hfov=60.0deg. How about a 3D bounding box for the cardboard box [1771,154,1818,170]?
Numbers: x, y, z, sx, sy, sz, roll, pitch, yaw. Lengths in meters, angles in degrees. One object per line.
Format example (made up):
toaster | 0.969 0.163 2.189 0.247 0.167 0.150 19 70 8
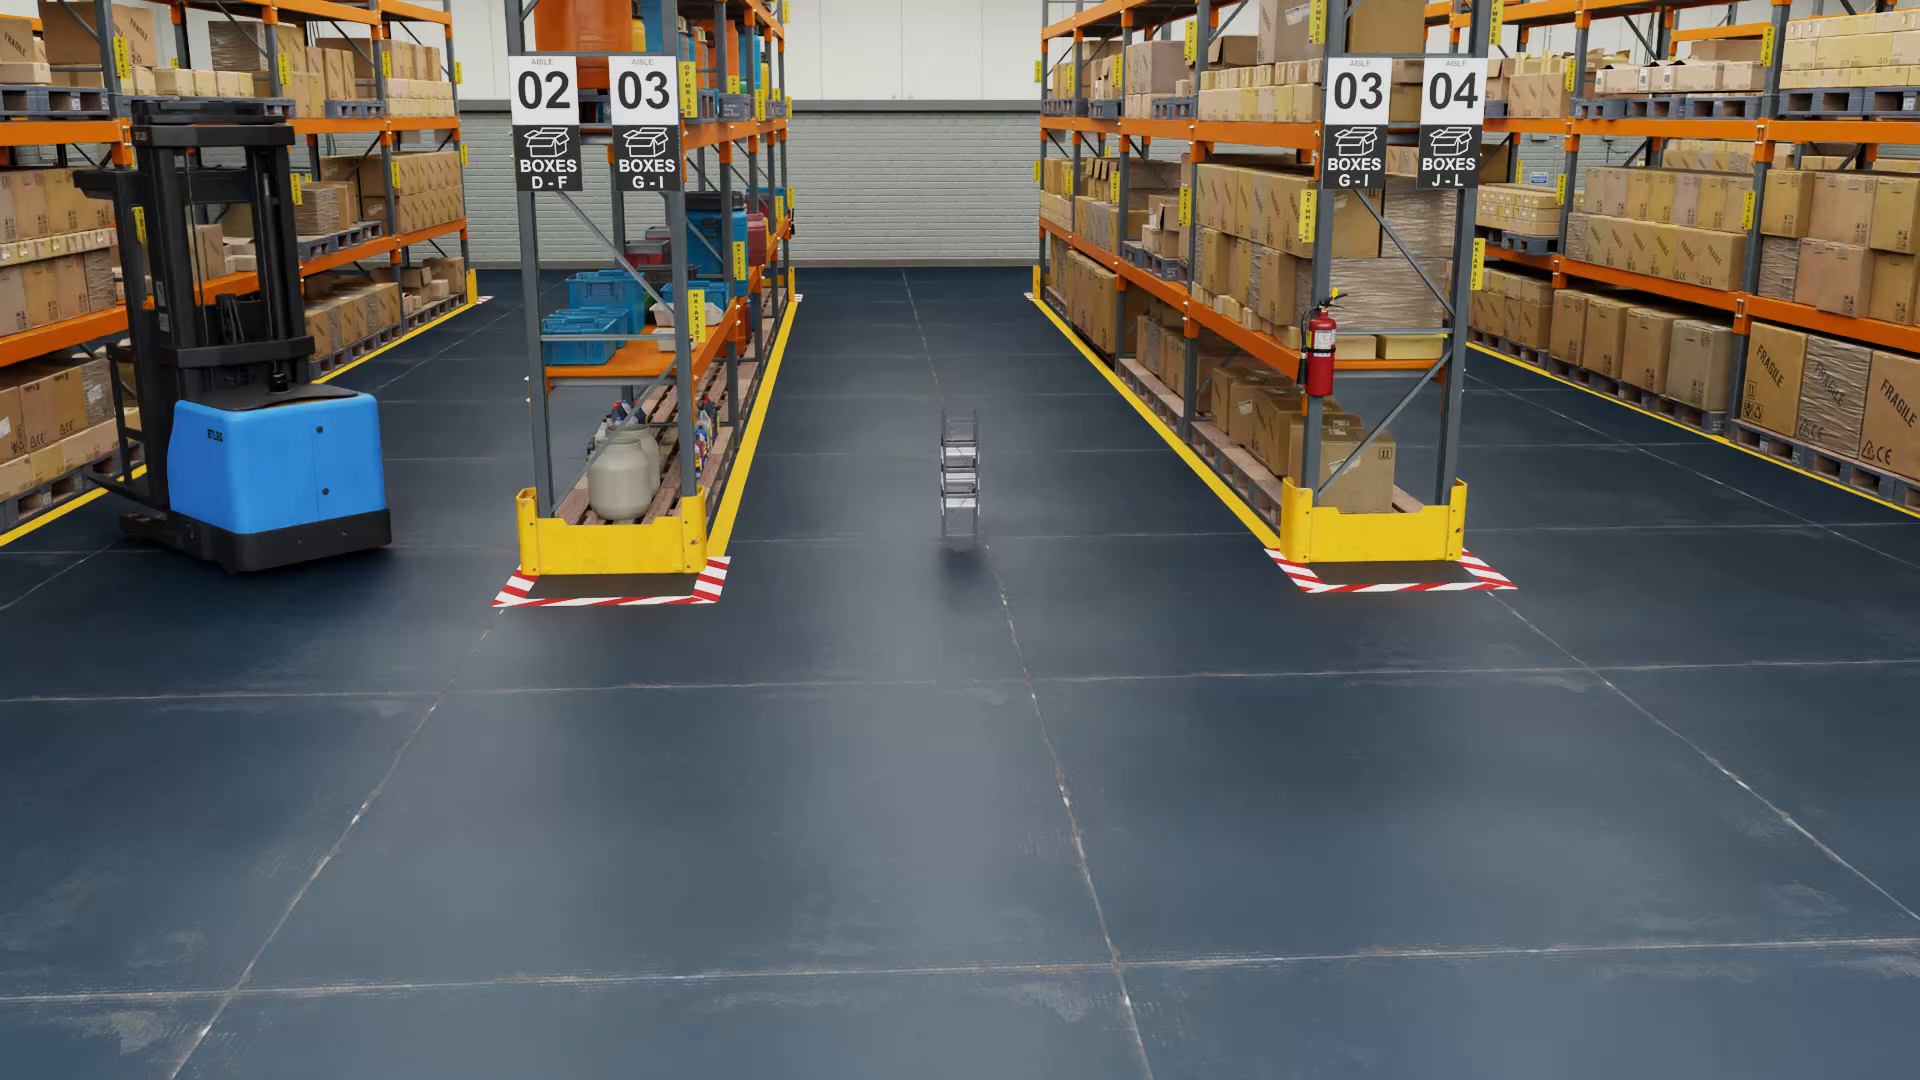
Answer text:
cardboard box | 11.593 -5.117 23.188 0.500 0.500 0.500 -1 14 -4

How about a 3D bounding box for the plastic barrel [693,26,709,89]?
plastic barrel | -2.855 -4.735 16.885 0.600 0.901 0.600 0 14 0

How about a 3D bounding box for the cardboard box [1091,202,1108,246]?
cardboard box | 1.885 -3.871 20.350 0.500 0.500 0.500 -1 14 -2

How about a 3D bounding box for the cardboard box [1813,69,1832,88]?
cardboard box | 7.174 -3.741 13.487 0.380 0.149 0.250 -1 14 -4

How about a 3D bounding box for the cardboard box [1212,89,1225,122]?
cardboard box | 2.312 -3.462 13.242 0.500 0.250 0.500 -1 14 -4

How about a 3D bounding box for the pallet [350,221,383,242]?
pallet | -7.941 -3.873 20.945 1.003 0.211 1.213 -1 14 -3

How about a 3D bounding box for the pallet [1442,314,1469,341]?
pallet | 7.013 -2.826 22.086 1.003 0.211 1.213 -1 14 -3

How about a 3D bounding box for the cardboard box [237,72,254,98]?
cardboard box | -7.549 -4.643 16.991 0.500 0.250 0.500 -2 15 -8

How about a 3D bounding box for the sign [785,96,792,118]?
sign | -2.637 -6.651 25.548 0.100 0.325 0.005 -1 14 -3

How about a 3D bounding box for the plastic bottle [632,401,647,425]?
plastic bottle | -2.662 -0.978 13.740 0.144 0.351 0.185 -1 14 -3

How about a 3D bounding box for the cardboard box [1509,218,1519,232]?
cardboard box | 6.692 -3.698 19.542 0.380 0.149 0.250 -1 14 -2

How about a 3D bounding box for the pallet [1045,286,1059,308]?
pallet | 1.886 -3.765 25.737 1.003 0.211 1.213 -1 14 -3

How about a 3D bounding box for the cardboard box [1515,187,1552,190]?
cardboard box | 7.243 -4.385 21.019 0.380 0.149 0.250 -1 14 -5

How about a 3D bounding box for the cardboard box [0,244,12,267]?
cardboard box | -7.041 -2.028 11.886 0.380 0.149 0.250 -1 14 -3

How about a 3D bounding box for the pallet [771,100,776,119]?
pallet | -2.718 -5.128 19.796 1.003 0.211 1.213 -1 14 -3

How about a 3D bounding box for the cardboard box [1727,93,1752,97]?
cardboard box | 11.625 -6.716 24.344 0.500 0.500 0.500 -1 14 -2

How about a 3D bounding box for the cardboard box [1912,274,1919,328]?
cardboard box | 7.673 -1.828 12.308 0.875 0.550 0.550 -1 14 -3

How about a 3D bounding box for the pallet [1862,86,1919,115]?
pallet | 7.572 -3.284 12.428 1.003 0.211 1.213 -1 14 -3

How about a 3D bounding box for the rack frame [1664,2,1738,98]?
rack frame | 11.650 -8.372 26.005 1.000 3.000 0.127 -1 14 -3

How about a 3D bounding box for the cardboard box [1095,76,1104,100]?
cardboard box | 1.985 -5.657 20.810 0.500 0.311 0.500 -1 14 -5

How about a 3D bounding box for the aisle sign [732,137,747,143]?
aisle sign | -3.486 -6.509 25.588 0.394 0.787 0.004 -1 14 -3

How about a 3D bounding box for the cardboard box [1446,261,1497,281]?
cardboard box | 6.745 -3.538 21.927 0.500 0.250 0.500 -2 15 -6

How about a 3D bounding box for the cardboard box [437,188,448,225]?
cardboard box | -7.768 -4.849 24.154 0.500 0.500 0.500 -1 14 -3

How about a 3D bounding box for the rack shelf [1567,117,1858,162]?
rack shelf | 7.335 -3.982 16.407 1.077 0.370 4.000 -1 14 -3

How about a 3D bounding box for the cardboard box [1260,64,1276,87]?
cardboard box | 2.348 -3.295 11.795 0.380 0.149 0.250 -2 15 -6

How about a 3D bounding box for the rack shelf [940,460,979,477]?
rack shelf | 0.000 -0.493 11.408 0.258 0.077 0.200 -1 14 -3

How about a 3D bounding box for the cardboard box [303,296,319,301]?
cardboard box | -7.996 -2.662 19.988 0.500 0.500 0.500 -1 14 -6

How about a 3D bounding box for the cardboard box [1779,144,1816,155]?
cardboard box | 11.561 -5.390 22.947 0.380 0.149 0.250 -1 14 -5

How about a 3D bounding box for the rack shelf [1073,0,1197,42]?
rack shelf | 2.130 -6.184 19.750 1.077 0.370 4.000 -1 14 -3

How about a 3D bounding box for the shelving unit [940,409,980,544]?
shelving unit | 0.000 -0.438 11.422 0.258 0.900 0.210 -1 14 -3

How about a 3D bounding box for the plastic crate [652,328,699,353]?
plastic crate | -1.928 -1.358 11.312 0.298 0.136 0.250 -1 14 -3

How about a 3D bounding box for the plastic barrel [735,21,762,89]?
plastic barrel | -2.679 -5.719 19.865 0.600 0.901 0.708 -1 14 -3

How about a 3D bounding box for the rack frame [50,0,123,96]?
rack frame | -7.385 -5.082 13.220 1.000 3.000 0.127 -1 14 -3

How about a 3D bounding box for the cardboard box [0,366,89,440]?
cardboard box | -7.084 -1.051 12.762 0.500 0.500 0.500 -1 14 -3

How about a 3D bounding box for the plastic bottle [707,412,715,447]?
plastic bottle | -2.050 -0.907 13.599 0.061 0.283 0.133 0 14 0

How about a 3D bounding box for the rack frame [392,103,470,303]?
rack frame | -8.129 -5.161 25.567 1.000 3.000 0.127 -1 14 -3

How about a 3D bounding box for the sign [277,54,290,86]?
sign | -7.079 -4.920 17.411 0.100 0.325 0.005 -1 14 -3

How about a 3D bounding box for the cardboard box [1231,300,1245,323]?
cardboard box | 2.321 -1.776 12.915 0.380 0.149 0.250 -1 14 -3

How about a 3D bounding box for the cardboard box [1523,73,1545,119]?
cardboard box | 6.878 -5.139 19.258 0.500 0.500 0.500 -1 14 -3

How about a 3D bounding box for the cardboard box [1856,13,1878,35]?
cardboard box | 7.207 -4.000 12.894 0.380 0.149 0.250 -1 14 -3

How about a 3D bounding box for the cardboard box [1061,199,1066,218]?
cardboard box | 1.683 -4.624 23.184 0.500 0.250 0.500 0 14 -2

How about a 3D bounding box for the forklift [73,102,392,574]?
forklift | -5.239 -1.493 11.446 3.031 2.935 1.130 13 19 41

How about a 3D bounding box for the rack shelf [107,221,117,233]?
rack shelf | -12.949 -4.238 23.422 1.077 0.370 4.000 -1 14 -3

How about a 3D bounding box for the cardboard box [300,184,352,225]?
cardboard box | -7.969 -4.127 20.503 0.700 0.500 0.500 1 14 5

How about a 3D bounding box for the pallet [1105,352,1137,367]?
pallet | 2.281 -2.171 19.539 1.003 0.211 1.213 -1 14 -3

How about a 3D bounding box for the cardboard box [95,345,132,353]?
cardboard box | -7.764 -1.670 15.547 0.500 0.311 0.500 -1 14 -4

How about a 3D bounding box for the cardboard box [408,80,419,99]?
cardboard box | -7.715 -6.162 22.735 0.500 0.250 0.500 -1 14 -3

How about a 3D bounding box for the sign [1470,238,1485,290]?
sign | 3.291 -1.762 10.617 0.100 0.325 0.005 -1 14 -3

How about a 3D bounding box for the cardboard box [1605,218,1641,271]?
cardboard box | 7.034 -3.056 17.183 0.500 0.500 0.500 -1 14 -3

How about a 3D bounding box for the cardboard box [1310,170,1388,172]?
cardboard box | 2.894 -2.525 12.516 0.500 0.500 0.500 -1 14 -3

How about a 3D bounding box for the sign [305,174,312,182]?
sign | -8.422 -4.576 21.553 0.100 0.325 0.005 -1 14 -3

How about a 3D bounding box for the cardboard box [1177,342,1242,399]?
cardboard box | 2.475 -1.603 15.872 0.700 0.500 0.500 -1 14 -4

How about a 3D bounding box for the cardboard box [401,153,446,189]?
cardboard box | -7.758 -5.333 24.027 0.500 0.500 0.500 0 14 -2

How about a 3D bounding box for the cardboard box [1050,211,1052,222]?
cardboard box | 1.533 -4.779 24.583 0.380 0.149 0.250 -1 14 -4

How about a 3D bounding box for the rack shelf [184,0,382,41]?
rack shelf | -7.757 -6.032 19.159 1.077 0.370 4.000 -1 14 -3

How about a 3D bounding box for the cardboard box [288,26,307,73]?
cardboard box | -7.717 -5.519 18.731 0.500 0.500 0.500 -1 14 -3

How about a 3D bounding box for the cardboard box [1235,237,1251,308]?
cardboard box | 2.585 -2.036 12.622 0.875 0.500 0.500 -1 14 -3
